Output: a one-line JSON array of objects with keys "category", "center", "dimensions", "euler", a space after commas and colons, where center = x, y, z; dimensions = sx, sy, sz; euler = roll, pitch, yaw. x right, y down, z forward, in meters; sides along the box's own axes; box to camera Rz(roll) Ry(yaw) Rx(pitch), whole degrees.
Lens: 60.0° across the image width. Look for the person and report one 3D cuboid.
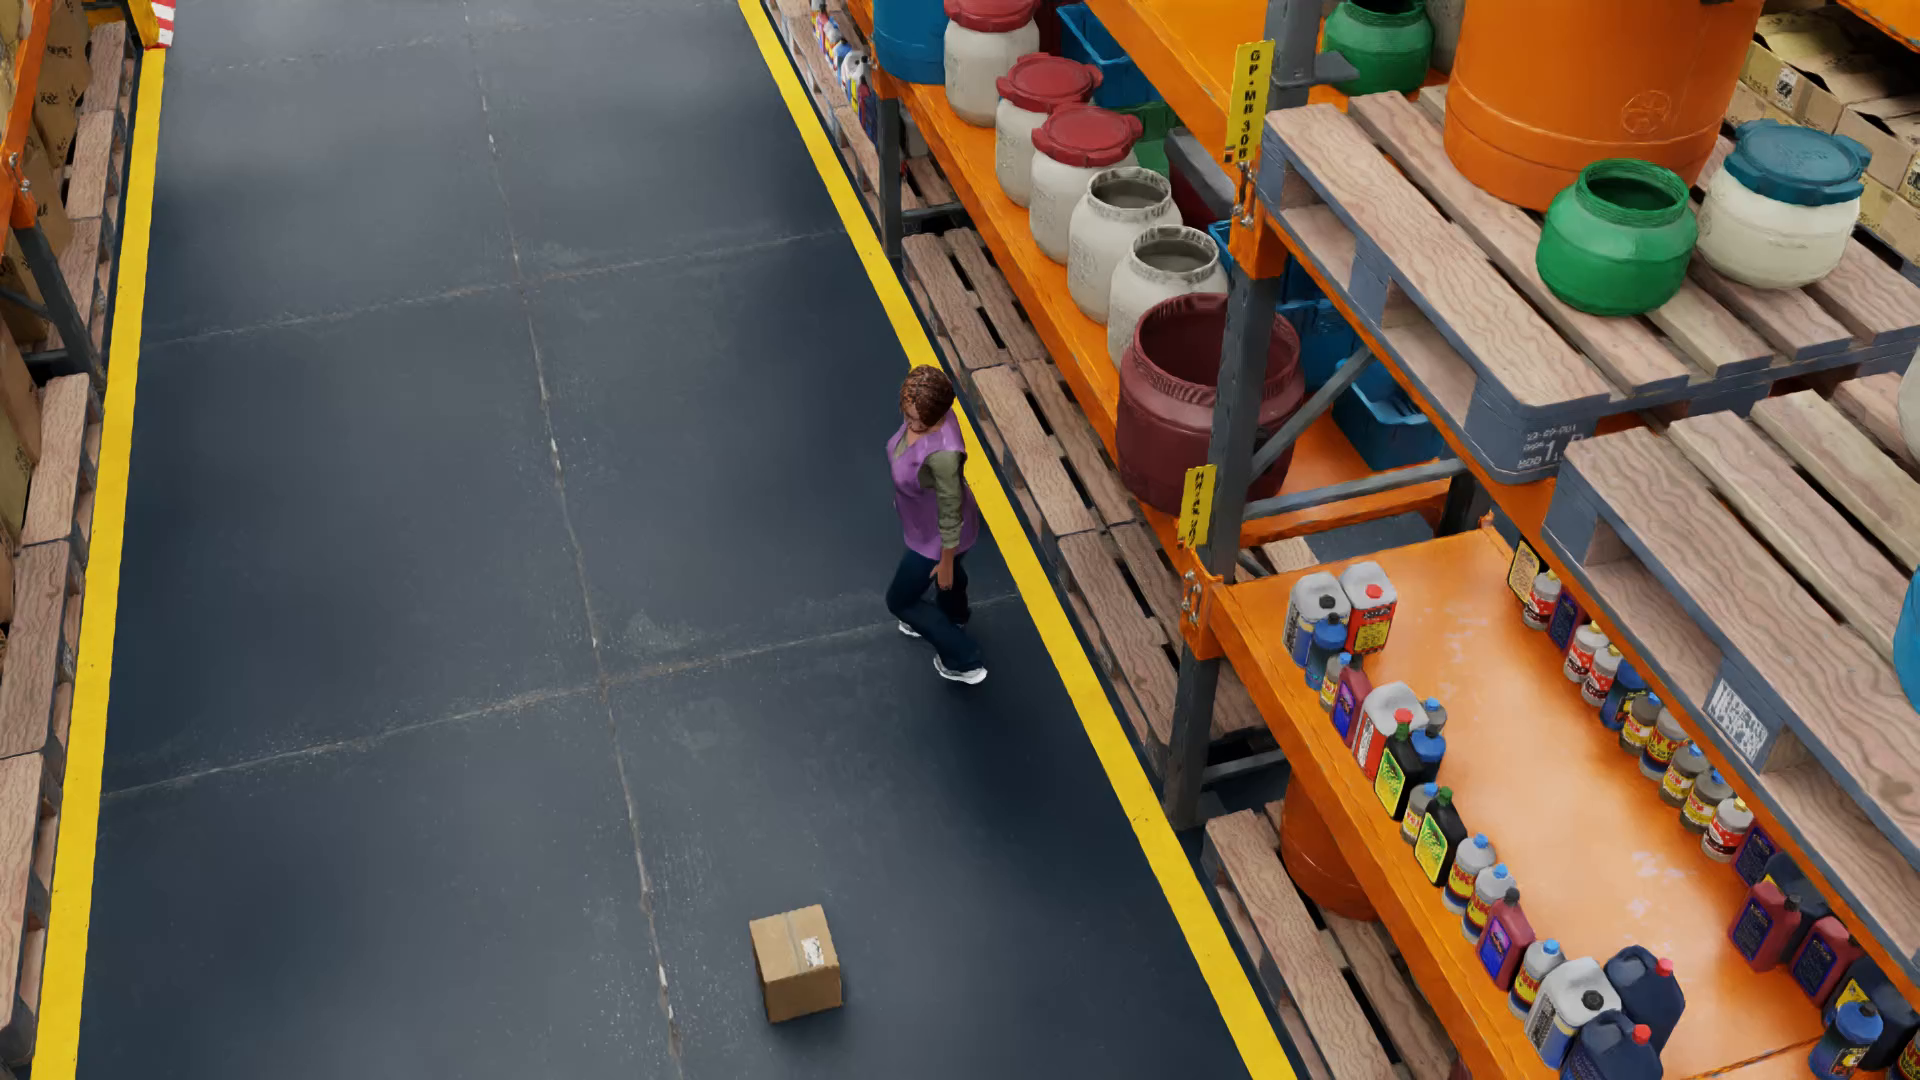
[{"category": "person", "center": [-0.094, -0.070, 6.240], "dimensions": [0.389, 1.568, 0.522], "euler": [-1, 43, -1]}]
